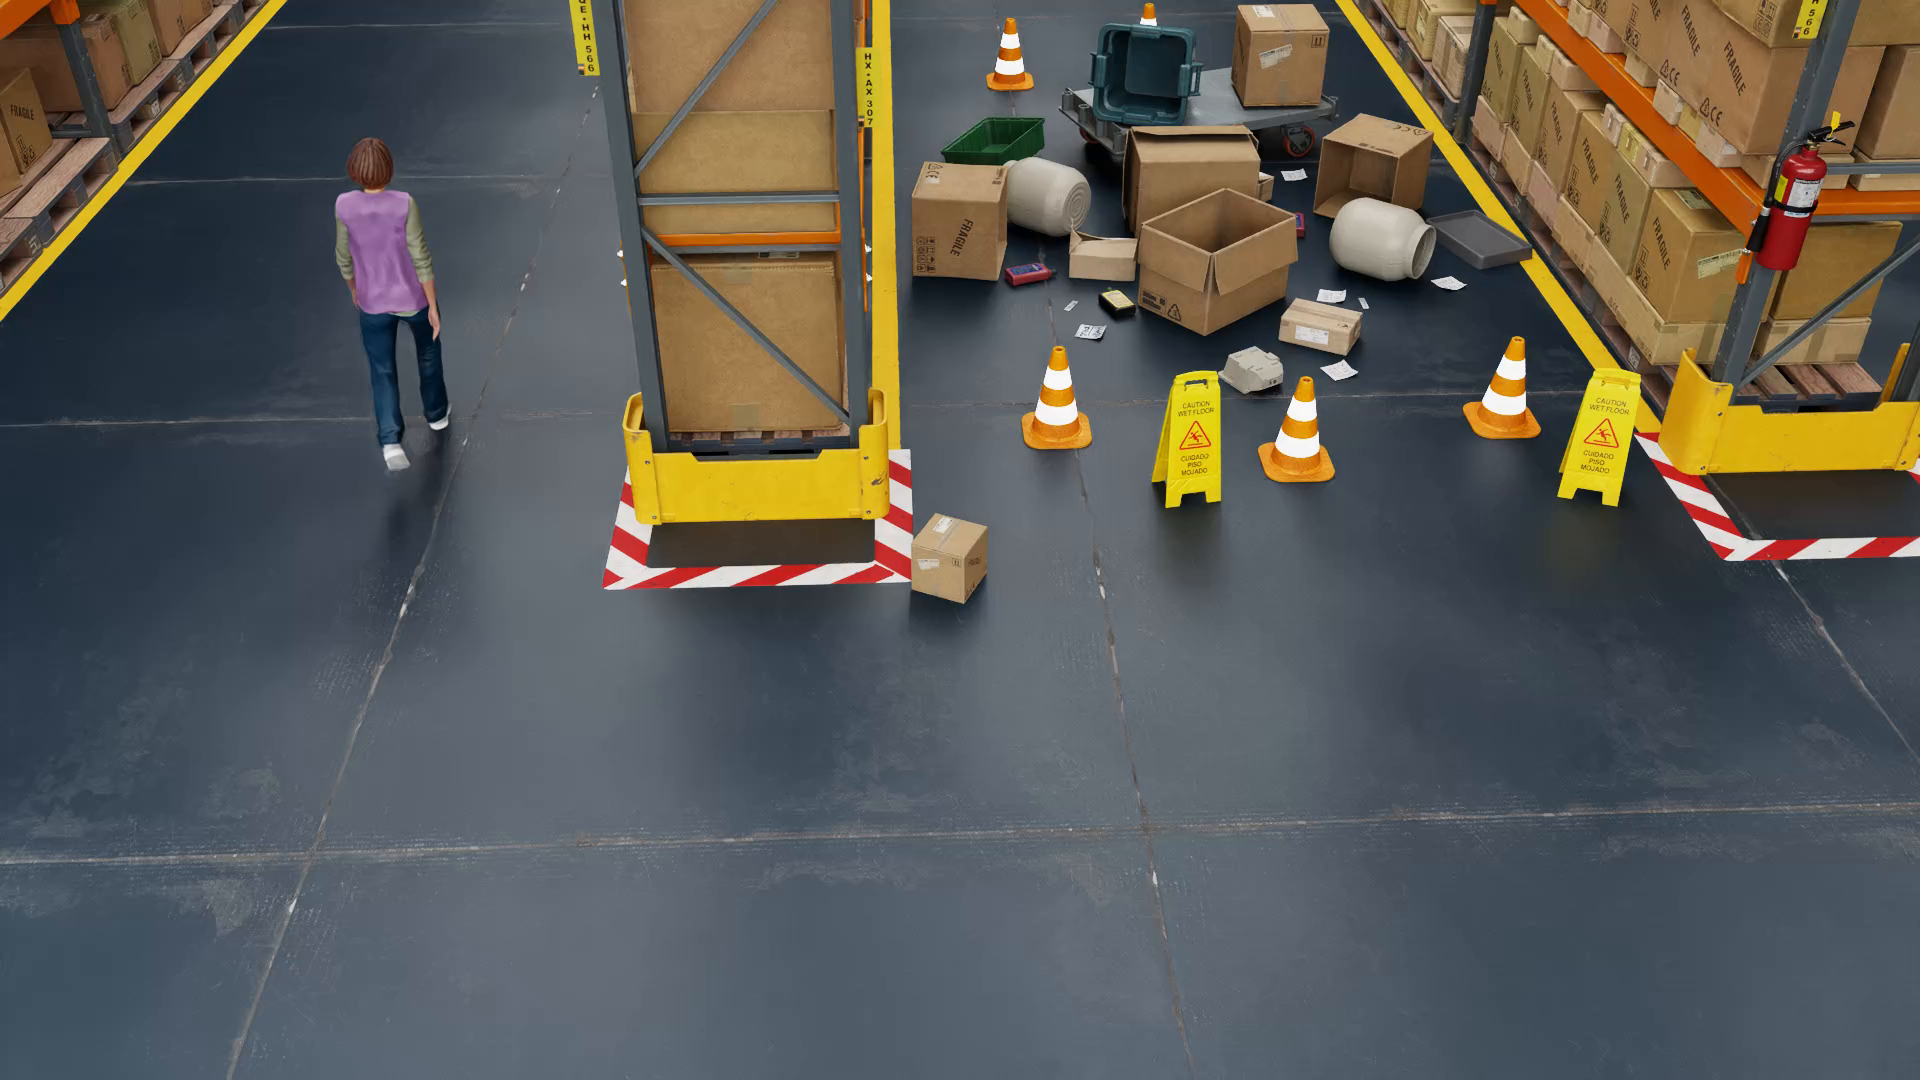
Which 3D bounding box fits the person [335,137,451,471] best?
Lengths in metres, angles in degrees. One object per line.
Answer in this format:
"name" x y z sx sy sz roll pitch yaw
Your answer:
"person" -2.609 -1.077 7.641 0.437 1.555 0.861 -6 36 -8
